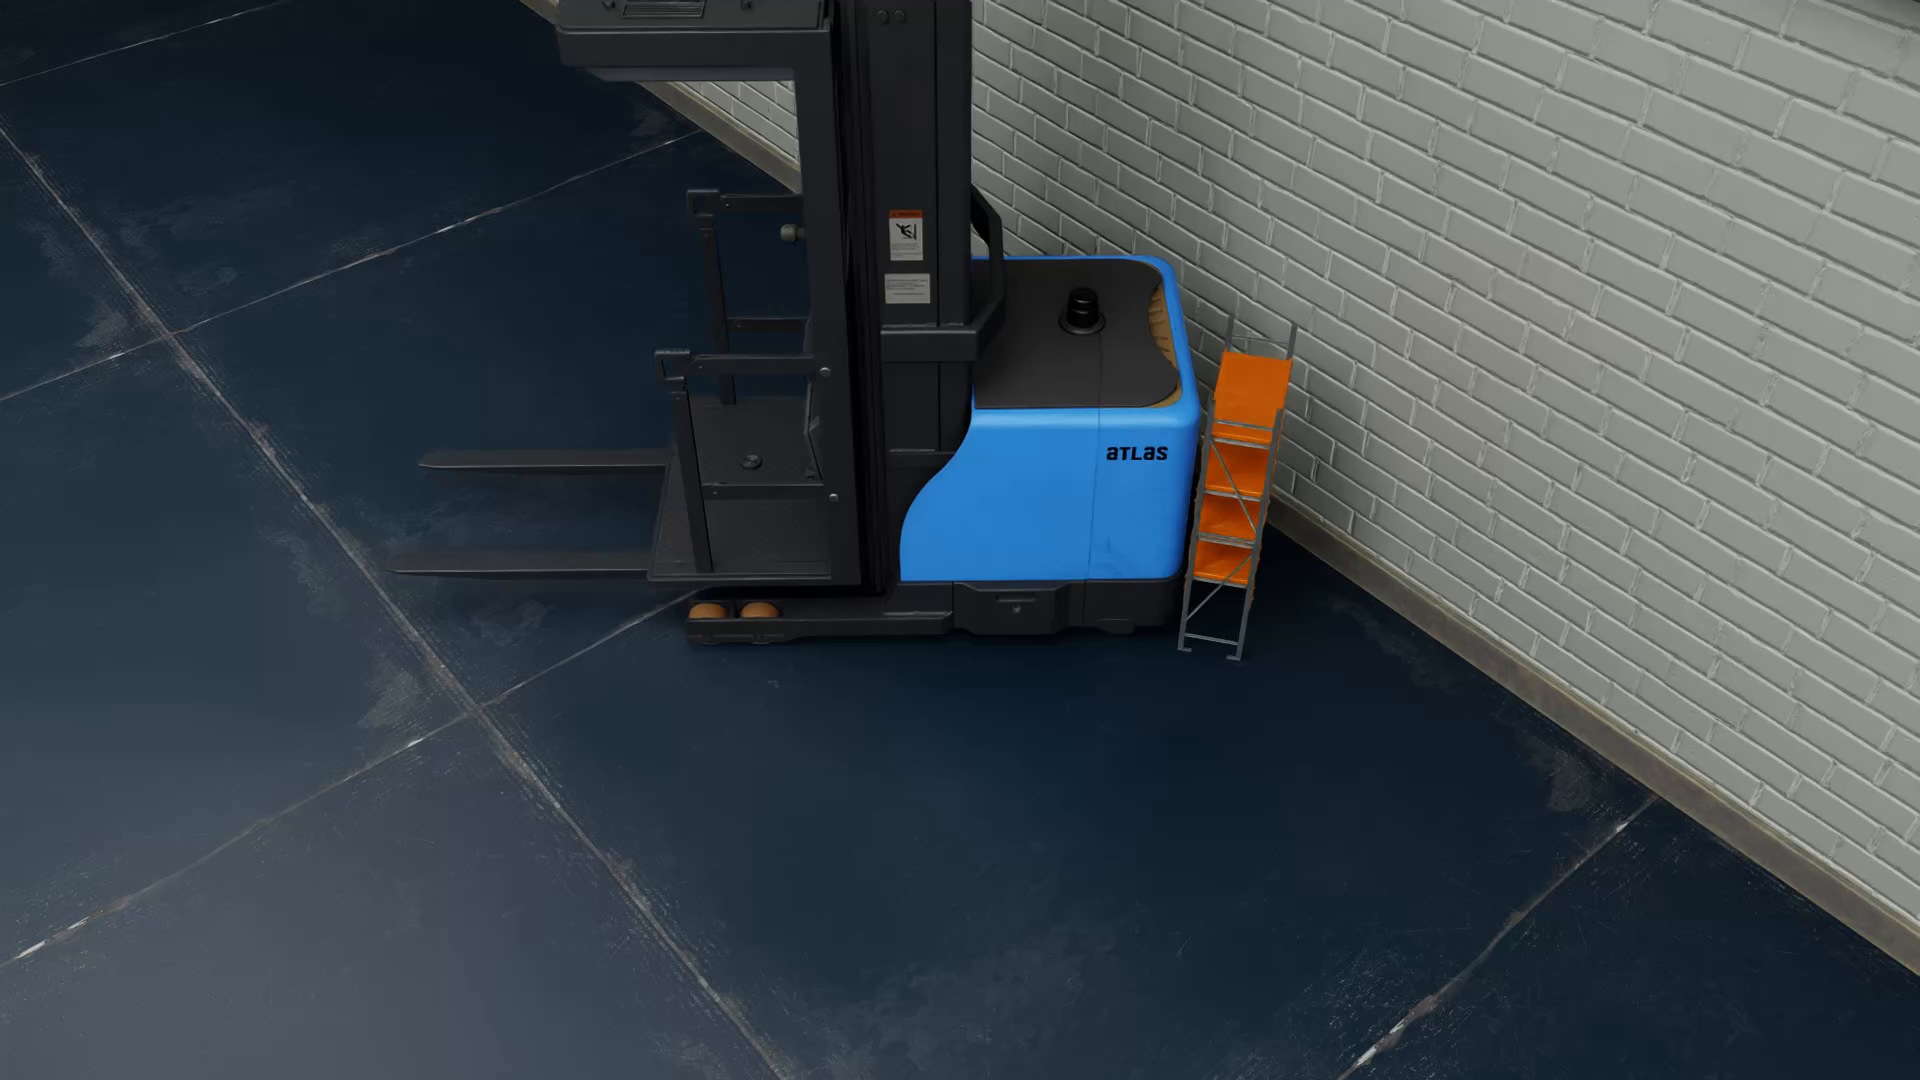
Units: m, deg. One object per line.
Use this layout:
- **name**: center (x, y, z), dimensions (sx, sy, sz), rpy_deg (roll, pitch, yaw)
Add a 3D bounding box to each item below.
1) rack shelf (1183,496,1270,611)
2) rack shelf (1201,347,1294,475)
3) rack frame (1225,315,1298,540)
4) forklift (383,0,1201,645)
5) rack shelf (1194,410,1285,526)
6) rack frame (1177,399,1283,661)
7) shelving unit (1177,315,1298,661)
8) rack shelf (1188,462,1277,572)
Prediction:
- **rack shelf**: center (1.001, 0.026, 6.234), dimensions (0.258, 0.148, 0.480), rpy_deg (10, 44, 10)
- **rack shelf**: center (1.001, -0.454, 5.783), dimensions (0.258, 0.148, 0.480), rpy_deg (10, 44, 10)
- **rack frame**: center (1.061, -0.330, 6.224), dimensions (0.240, 1.200, 0.015), rpy_deg (10, 44, 10)
- **forklift**: center (-0.678, -1.036, 5.712), dimensions (3.031, 2.935, 1.130), rpy_deg (-1, 43, -1)
- **rack shelf**: center (1.001, -0.282, 5.945), dimensions (0.258, 0.148, 0.480), rpy_deg (10, 44, 10)
- **rack frame**: center (0.941, -0.006, 5.879), dimensions (0.240, 1.200, 0.015), rpy_deg (10, 44, 10)
- **shelving unit**: center (1.001, -0.168, 6.052), dimensions (0.258, 1.200, 0.503), rpy_deg (10, 44, 10)
- **rack shelf**: center (1.001, -0.119, 6.098), dimensions (0.258, 0.148, 0.480), rpy_deg (10, 44, 10)
